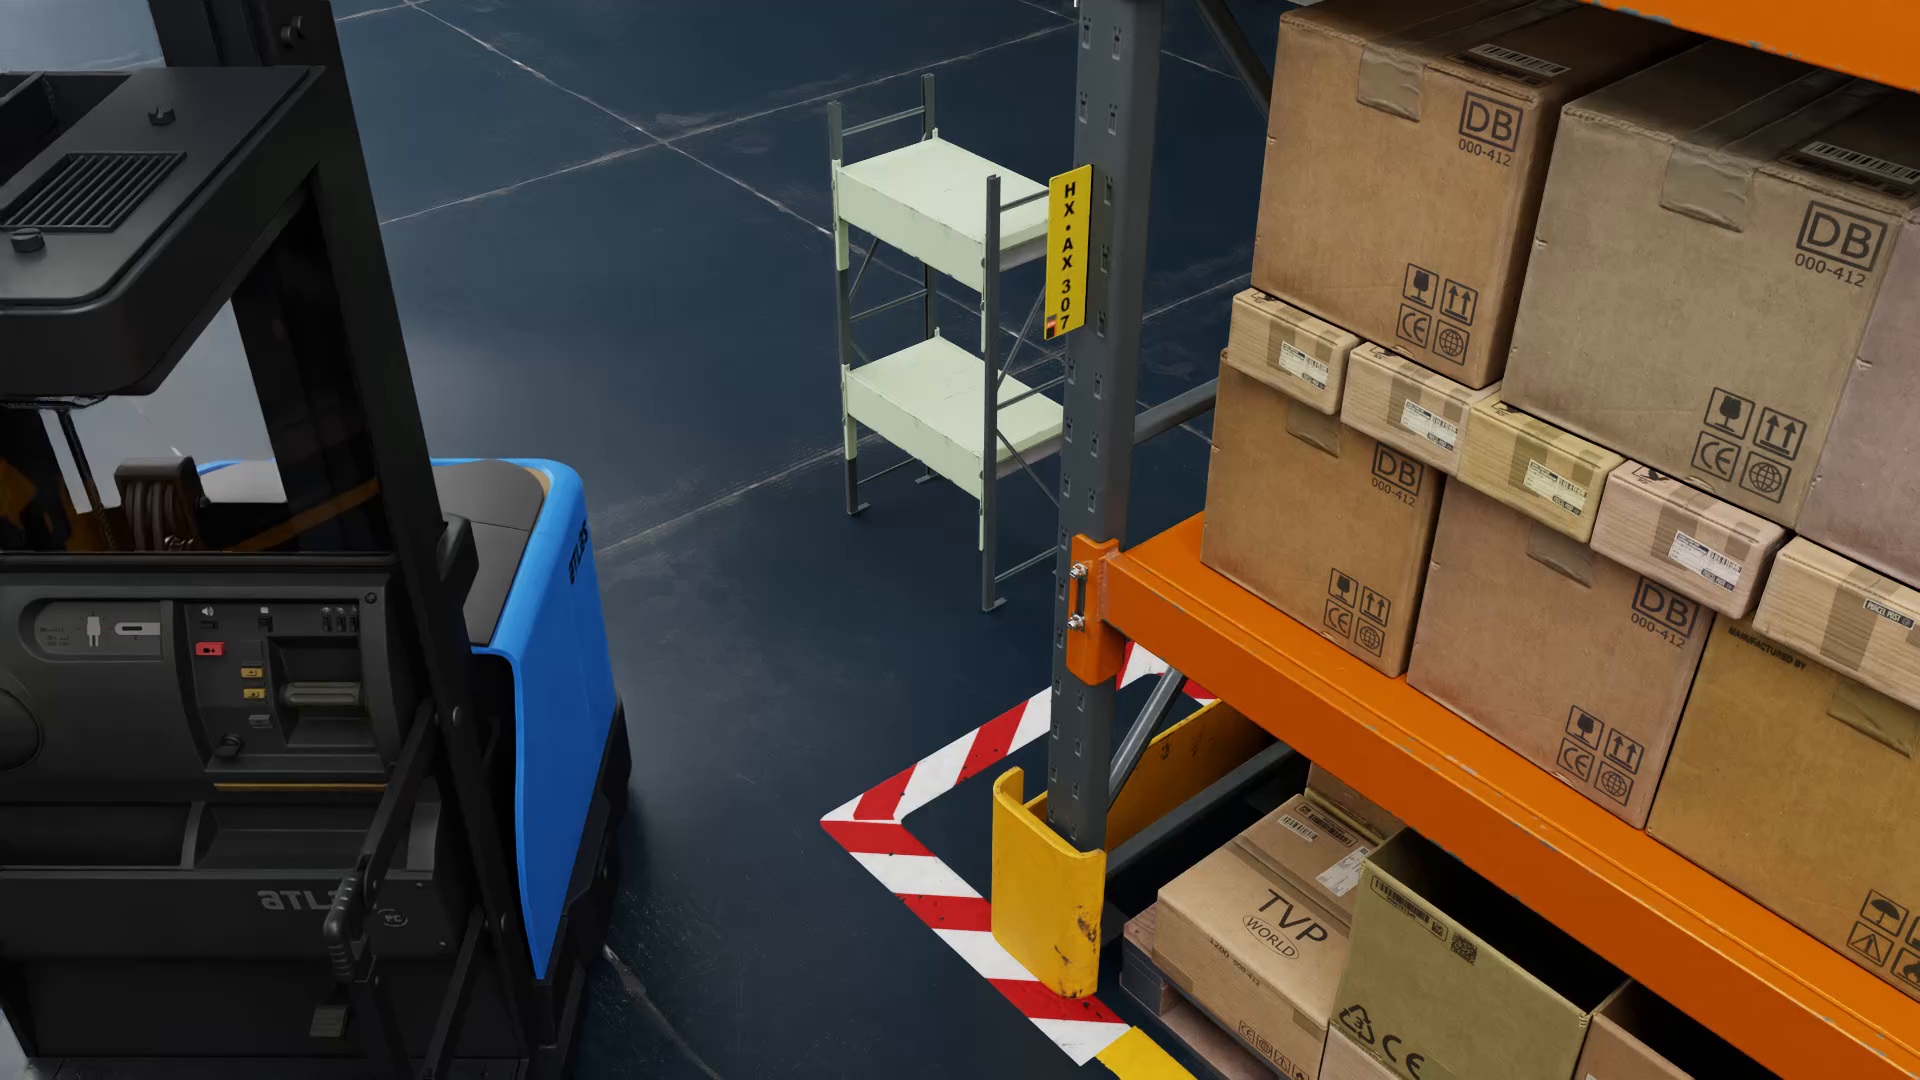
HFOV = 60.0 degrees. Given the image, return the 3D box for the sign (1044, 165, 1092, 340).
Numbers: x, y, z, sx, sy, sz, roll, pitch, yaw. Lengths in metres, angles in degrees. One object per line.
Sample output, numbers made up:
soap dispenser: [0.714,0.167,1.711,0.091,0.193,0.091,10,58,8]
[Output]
sign: [0.199,-0.530,3.085,0.100,0.325,0.005,-26,43,-32]

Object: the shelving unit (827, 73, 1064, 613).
shelving unit: [-0.004,-0.615,5.321,0.431,1.500,0.755,-26,43,-32]

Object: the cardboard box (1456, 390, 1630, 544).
cardboard box: [1.048,-0.174,2.753,0.380,0.149,0.250,-26,43,-32]

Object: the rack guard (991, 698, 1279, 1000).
rack guard: [0.612,0.661,4.384,1.175,0.500,0.348,-26,43,-32]

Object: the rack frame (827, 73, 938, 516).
rack frame: [-0.241,-0.777,5.549,0.400,1.500,0.023,-26,43,-32]

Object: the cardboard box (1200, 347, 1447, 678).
cardboard box: [0.919,-0.179,3.320,0.700,0.500,0.500,-26,43,-32]

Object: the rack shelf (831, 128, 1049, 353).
rack shelf: [-0.004,-0.933,5.095,0.431,0.370,0.720,-26,43,-32]

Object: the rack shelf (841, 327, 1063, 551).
rack shelf: [-0.004,-0.349,5.509,0.431,0.370,0.720,-26,43,-32]

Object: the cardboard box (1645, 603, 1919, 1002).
cardboard box: [1.577,0.273,2.683,0.700,0.500,0.500,-26,43,-31]

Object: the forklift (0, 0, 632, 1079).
forklift: [-1.463,0.322,2.759,1.130,2.935,3.031,0,35,0]

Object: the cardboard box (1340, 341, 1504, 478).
cardboard box: [0.888,-0.285,2.910,0.380,0.149,0.250,-27,43,-33]

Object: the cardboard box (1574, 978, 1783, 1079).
cardboard box: [1.460,1.052,3.037,0.500,0.500,0.500,-26,43,-32]

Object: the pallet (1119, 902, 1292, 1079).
pallet: [1.153,1.111,3.998,1.003,0.211,1.213,-26,43,-32]

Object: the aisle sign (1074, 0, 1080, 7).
aisle sign: [0.351,-1.324,2.775,0.394,0.787,0.004,-26,43,-32]

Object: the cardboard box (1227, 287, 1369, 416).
cardboard box: [0.716,-0.401,3.073,0.380,0.149,0.250,-26,43,-32]

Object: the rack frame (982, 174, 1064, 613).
rack frame: [0.232,-0.453,5.093,0.400,1.500,0.023,-26,43,-32]

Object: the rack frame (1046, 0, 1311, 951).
rack frame: [0.627,-0.349,3.647,1.000,3.000,0.127,-26,43,-32]

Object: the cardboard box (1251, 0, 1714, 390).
cardboard box: [0.953,-0.685,2.912,0.700,0.500,0.500,-26,43,-32]

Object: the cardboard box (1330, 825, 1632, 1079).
cardboard box: [1.127,0.836,3.342,0.500,0.500,0.500,-26,43,-32]

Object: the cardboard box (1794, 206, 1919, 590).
cardboard box: [1.622,-0.232,2.274,0.700,0.500,0.500,-26,43,-32]

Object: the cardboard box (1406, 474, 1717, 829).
cardboard box: [1.261,0.051,2.996,0.700,0.500,0.500,-25,42,-31]

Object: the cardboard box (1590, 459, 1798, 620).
cardboard box: [1.209,-0.062,2.595,0.380,0.149,0.250,-27,43,-32]

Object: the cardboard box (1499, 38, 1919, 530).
cardboard box: [1.296,-0.455,2.587,0.700,0.500,0.500,-27,43,-33]

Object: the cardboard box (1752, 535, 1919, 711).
cardboard box: [1.383,0.054,2.430,0.380,0.149,0.250,-28,44,-33]

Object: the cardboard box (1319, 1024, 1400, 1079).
cardboard box: [1.129,1.141,3.559,0.500,0.250,0.500,-26,43,-32]

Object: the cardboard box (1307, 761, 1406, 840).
cardboard box: [1.201,0.422,3.926,0.500,0.500,0.500,-26,43,-32]

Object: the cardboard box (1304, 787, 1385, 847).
cardboard box: [1.199,0.729,4.142,0.500,0.250,0.500,-26,43,-32]

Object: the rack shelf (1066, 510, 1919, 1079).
rack shelf: [1.918,0.828,2.608,1.077,0.370,4.000,-26,43,-32]

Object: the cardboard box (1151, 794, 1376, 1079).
cardboard box: [0.803,0.922,3.869,0.500,0.250,0.500,-26,43,-32]
